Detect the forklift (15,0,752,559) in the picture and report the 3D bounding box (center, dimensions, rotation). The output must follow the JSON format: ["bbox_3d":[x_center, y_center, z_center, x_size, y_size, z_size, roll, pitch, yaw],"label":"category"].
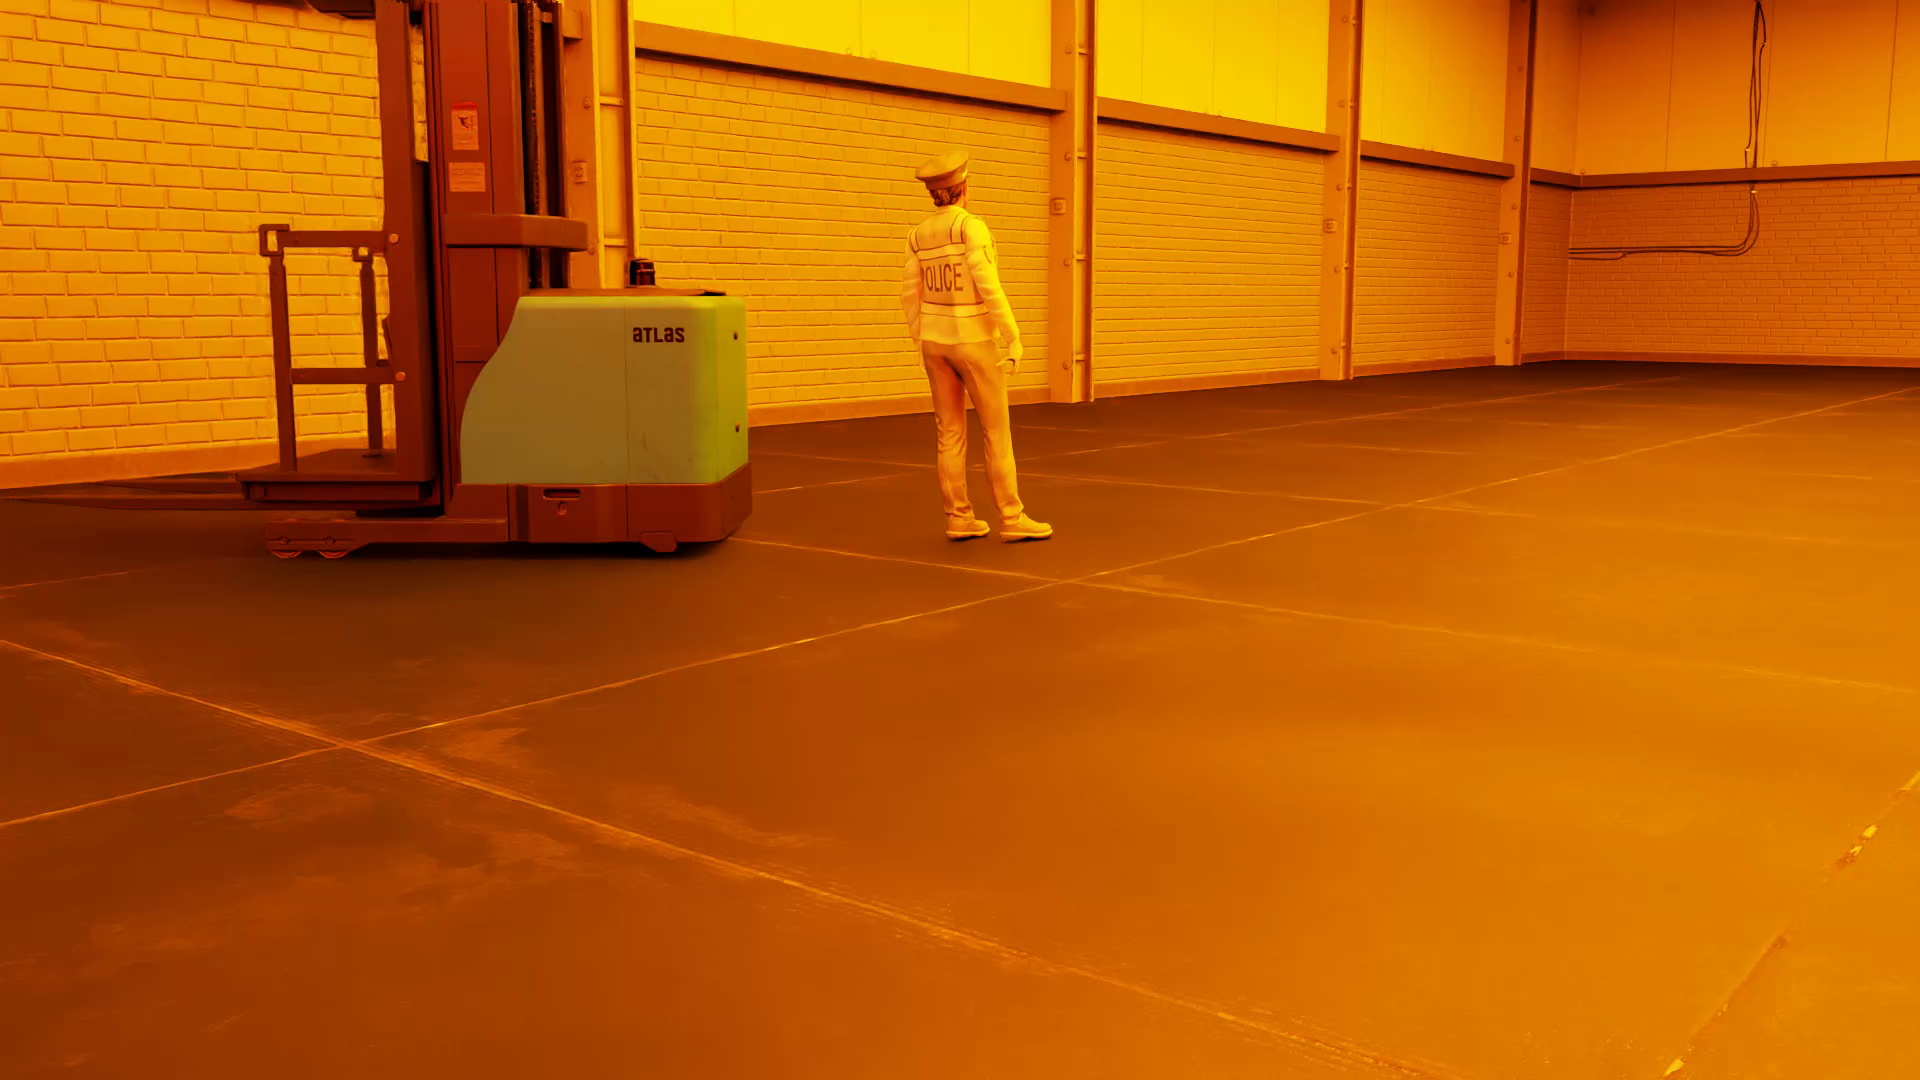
[{"bbox_3d":[-2.494,-1.449,7.183,3.031,2.935,1.130,0,8,1],"label":"forklift"}]

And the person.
[{"bbox_3d":[0.049,-0.853,7.331,0.587,1.694,0.529,7,11,38],"label":"person"}]
